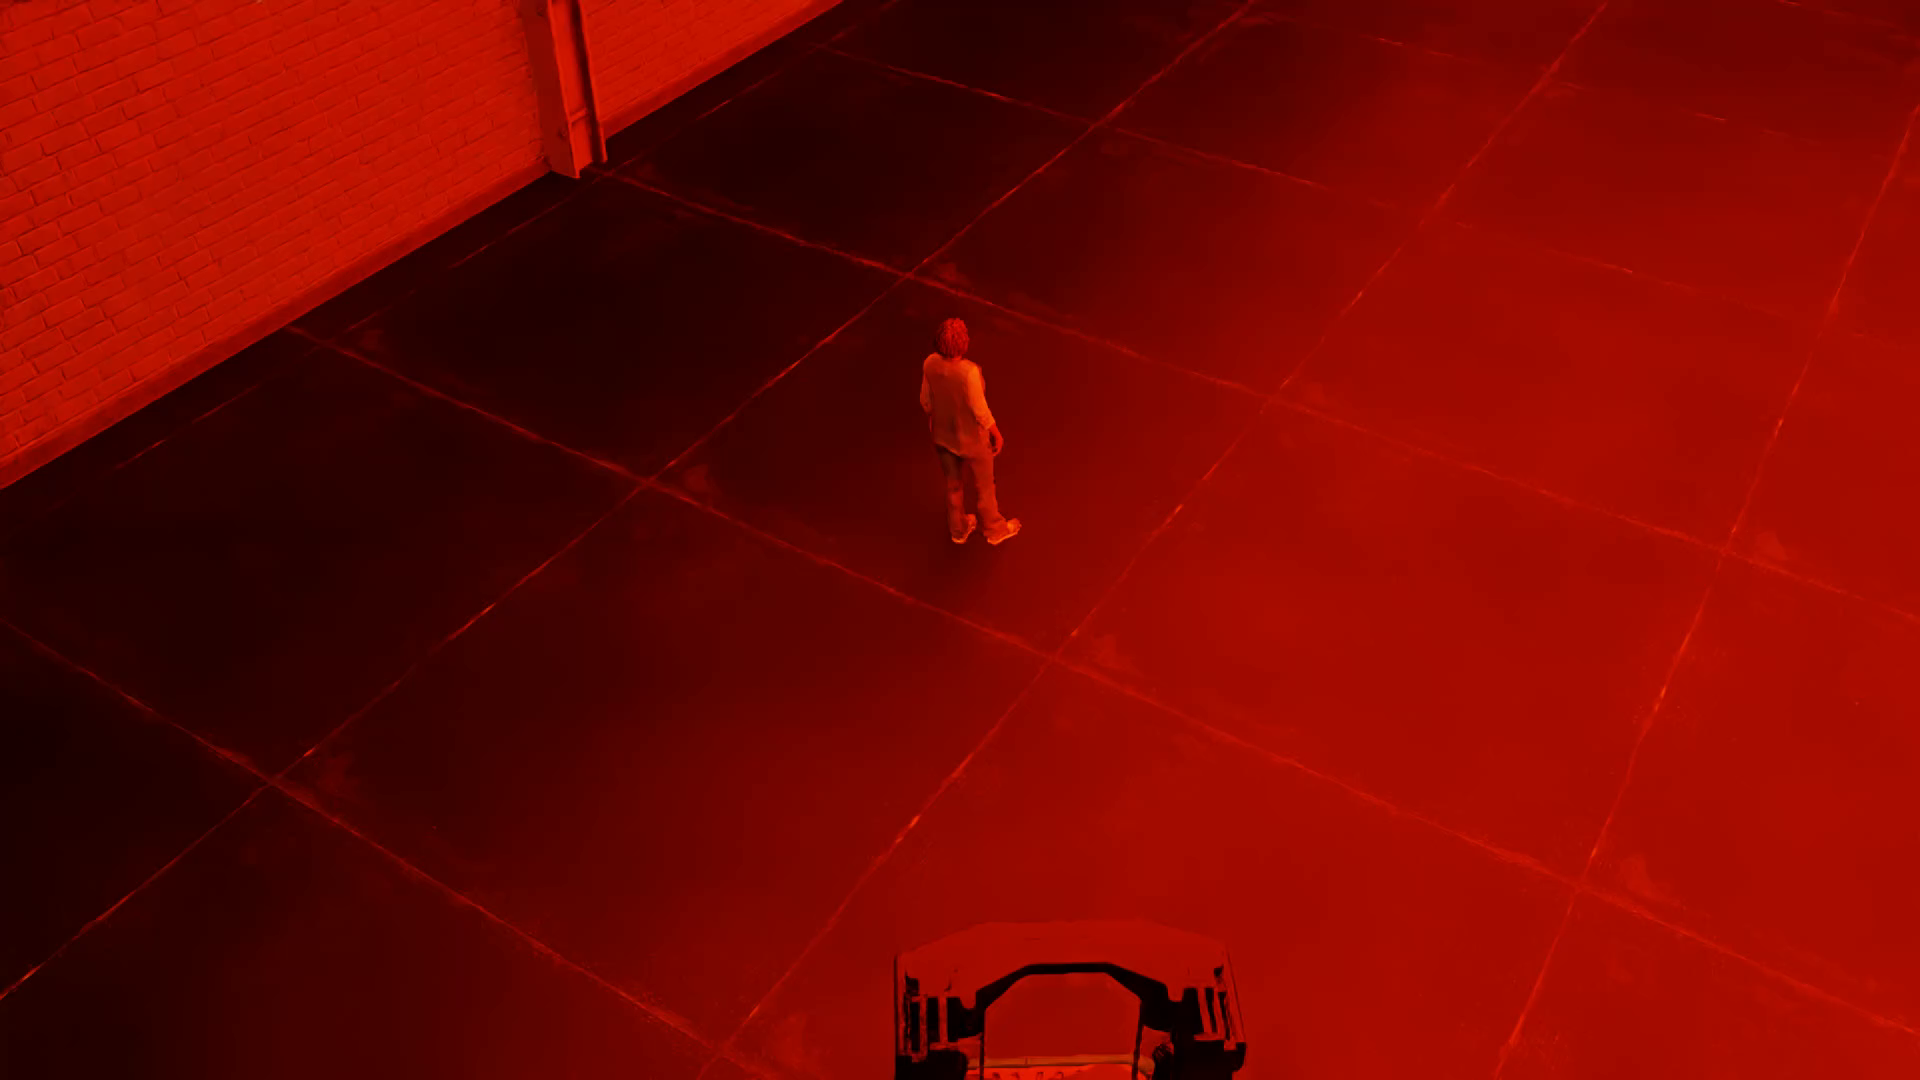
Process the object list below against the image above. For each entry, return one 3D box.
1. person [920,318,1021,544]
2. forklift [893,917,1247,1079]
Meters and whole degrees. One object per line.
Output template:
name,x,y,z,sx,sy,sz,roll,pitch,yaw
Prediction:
person,0.051,-0.650,9.755,0.521,1.597,0.474,22,45,24
forklift,0.310,2.607,4.890,1.130,2.935,3.031,-2,40,-2
